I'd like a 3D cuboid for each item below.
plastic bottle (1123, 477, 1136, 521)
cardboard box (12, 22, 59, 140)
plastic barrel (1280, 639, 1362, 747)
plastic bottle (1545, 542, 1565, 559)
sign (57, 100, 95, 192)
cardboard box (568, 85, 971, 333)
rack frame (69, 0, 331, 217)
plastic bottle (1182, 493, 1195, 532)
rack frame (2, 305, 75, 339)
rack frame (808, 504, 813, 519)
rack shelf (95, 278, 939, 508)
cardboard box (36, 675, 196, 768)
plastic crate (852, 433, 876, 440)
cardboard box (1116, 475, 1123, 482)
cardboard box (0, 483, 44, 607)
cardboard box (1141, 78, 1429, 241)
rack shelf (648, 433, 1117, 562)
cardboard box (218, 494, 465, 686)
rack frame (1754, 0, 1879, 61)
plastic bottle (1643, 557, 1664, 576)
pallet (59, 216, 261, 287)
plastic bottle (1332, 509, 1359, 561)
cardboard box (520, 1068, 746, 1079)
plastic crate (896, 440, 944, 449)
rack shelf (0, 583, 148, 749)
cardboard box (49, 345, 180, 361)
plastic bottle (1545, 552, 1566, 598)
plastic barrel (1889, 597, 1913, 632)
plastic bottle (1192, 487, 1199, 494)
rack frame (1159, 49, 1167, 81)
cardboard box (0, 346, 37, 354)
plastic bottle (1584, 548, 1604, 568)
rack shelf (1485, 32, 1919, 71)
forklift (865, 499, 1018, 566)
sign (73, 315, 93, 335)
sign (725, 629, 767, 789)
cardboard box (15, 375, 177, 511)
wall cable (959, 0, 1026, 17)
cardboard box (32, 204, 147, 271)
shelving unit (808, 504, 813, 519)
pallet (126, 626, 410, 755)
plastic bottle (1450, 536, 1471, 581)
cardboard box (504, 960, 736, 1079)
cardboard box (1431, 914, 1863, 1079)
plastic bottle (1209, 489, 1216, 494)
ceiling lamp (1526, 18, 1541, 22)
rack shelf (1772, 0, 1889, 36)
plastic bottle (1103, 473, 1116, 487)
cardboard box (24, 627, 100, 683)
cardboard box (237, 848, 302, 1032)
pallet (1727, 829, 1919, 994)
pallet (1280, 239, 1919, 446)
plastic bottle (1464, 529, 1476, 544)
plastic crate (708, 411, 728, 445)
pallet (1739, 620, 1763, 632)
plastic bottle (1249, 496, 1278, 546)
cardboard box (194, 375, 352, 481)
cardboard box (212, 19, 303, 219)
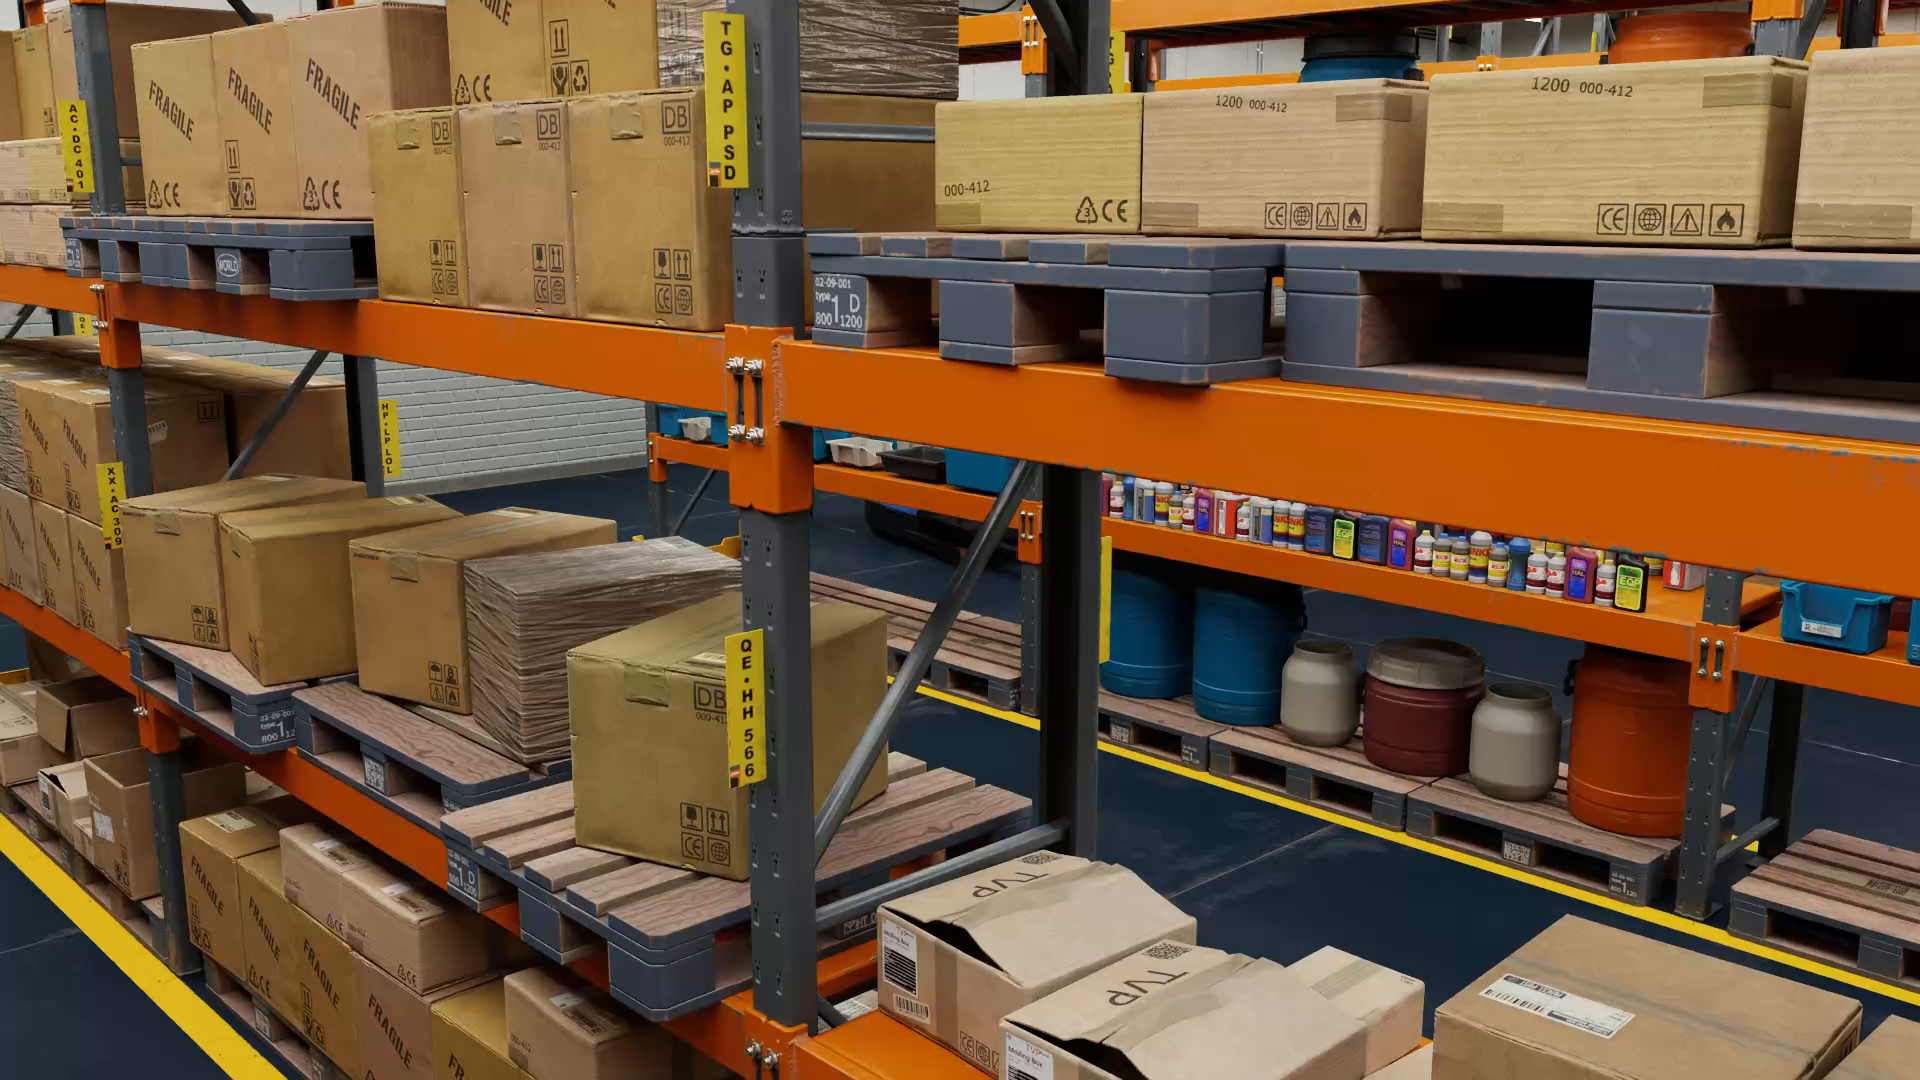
[{"bbox_3d":[0.965,-0.248,9.341,0.097,0.271,0.097,0,12,0],"label":"plastic bottle"},{"bbox_3d":[-3.773,-2.021,7.467,0.700,0.500,0.500,-11,16,-43],"label":"cardboard box"},{"bbox_3d":[1.946,0.820,8.959,0.421,0.512,0.421,0,12,0],"label":"plastic barrel"},{"bbox_3d":[2.994,-0.007,8.344,0.097,0.201,0.097,0,12,0],"label":"plastic bottle"},{"bbox_3d":[-3.204,-1.428,6.034,0.100,0.325,0.005,-11,16,-43],"label":"sign"},{"bbox_3d":[-0.380,-0.776,3.902,0.910,0.500,0.500,-11,16,-43],"label":"cardboard box"},{"bbox_3d":[-2.817,-2.721,6.156,1.000,3.000,0.127,-11,16,-43],"label":"rack frame"},{"bbox_3d":[1.260,-0.152,9.046,0.097,0.201,0.097,0,12,0],"label":"plastic bottle"},{"bbox_3d":[-5.579,-0.366,9.595,1.000,3.000,0.127,-11,16,-43],"label":"rack frame"},{"bbox_3d":[-1.485,-0.914,15.968,0.023,1.500,0.400,2,12,9],"label":"rack frame"},{"bbox_3d":[-1.436,-0.608,5.115,1.077,0.370,4.000,-11,16,-43],"label":"rack shelf"},{"bbox_3d":[-4.118,0.951,8.296,0.797,0.503,0.637,-11,16,-43],"label":"cardboard box"},{"bbox_3d":[-0.682,-0.740,11.915,0.298,0.136,0.250,-11,16,-43],"label":"plastic crate"},{"bbox_3d":[2.088,-0.829,16.066,0.875,0.875,0.875,-11,16,-43],"label":"cardboard box"},{"bbox_3d":[-4.061,-0.019,7.659,0.500,0.500,0.500,-10,16,-41],"label":"cardboard box"},{"bbox_3d":[0.675,-0.668,2.956,0.500,0.250,0.500,-10,16,-41],"label":"cardboard box"},{"bbox_3d":[-0.613,-0.412,11.599,1.077,0.370,4.000,-11,16,-43],"label":"rack shelf"},{"bbox_3d":[-2.131,0.154,5.778,0.700,0.500,0.500,-8,14,-34],"label":"cardboard box"},{"bbox_3d":[3.531,-2.827,6.670,1.000,3.000,0.127,-11,16,-43],"label":"rack frame"},{"bbox_3d":[3.338,0.066,7.991,0.097,0.201,0.097,0,12,0],"label":"plastic bottle"},{"bbox_3d":[-2.417,-1.055,5.968,1.213,0.211,1.003,-11,16,-43],"label":"pallet"},{"bbox_3d":[1.934,-0.044,8.321,0.061,0.283,0.133,-11,16,-43],"label":"plastic bottle"},{"bbox_3d":[-0.870,1.706,4.640,0.500,0.500,0.500,-10,15,-40],"label":"cardboard box"},{"bbox_3d":[-0.153,-0.692,11.321,0.437,0.282,0.530,-11,16,-43],"label":"plastic crate"},{"bbox_3d":[-4.198,0.278,8.251,1.077,0.370,4.000,-11,16,-43],"label":"rack shelf"},{"bbox_3d":[-4.362,-0.730,8.633,0.500,0.500,0.500,-10,16,-41],"label":"cardboard box"},{"bbox_3d":[2.717,0.156,7.551,0.097,0.201,0.097,0,12,0],"label":"plastic bottle"},{"bbox_3d":[4.070,0.070,7.138,0.600,0.536,0.708,-11,16,-43],"label":"plastic barrel"},{"bbox_3d":[1.422,-0.322,9.870,0.097,0.201,0.097,0,12,0],"label":"plastic bottle"},{"bbox_3d":[1.588,-4.685,15.688,1.000,3.000,0.127,-11,16,-43],"label":"rack frame"},{"bbox_3d":[-5.097,-0.728,8.626,0.500,0.500,0.500,-11,16,-42],"label":"cardboard box"},{"bbox_3d":[3.069,0.053,8.051,0.097,0.201,0.097,0,12,0],"label":"plastic bottle"},{"bbox_3d":[5.732,-3.261,11.550,1.077,0.370,4.000,-11,16,-43],"label":"rack shelf"},{"bbox_3d":[0.289,-1.316,14.373,1.130,2.935,3.031,-7,13,-30],"label":"forklift"},{"bbox_3d":[-5.164,-1.163,9.808,0.100,0.325,0.005,-11,16,-43],"label":"sign"},{"bbox_3d":[-0.440,0.350,3.446,0.100,0.325,0.005,-11,16,-43],"label":"sign"},{"bbox_3d":[-3.709,-0.433,7.195,0.500,0.500,0.500,-11,16,-44],"label":"cardboard box"},{"bbox_3d":[0.176,-7.566,21.700,2.277,5.999,0.120,-11,16,-43],"label":"wall cable"},{"bbox_3d":[-3.345,-1.212,6.639,0.500,0.250,0.500,-11,16,-43],"label":"cardboard box"},{"bbox_3d":[-1.123,-0.902,15.912,0.755,1.500,0.431,2,12,9],"label":"shelving unit"},{"bbox_3d":[-2.344,0.443,6.141,1.003,0.211,1.213,-11,16,-43],"label":"pallet"},{"bbox_3d":[2.381,0.085,7.896,0.097,0.201,0.097,0,12,0],"label":"plastic bottle"},{"bbox_3d":[-0.912,1.331,4.601,0.500,0.250,0.500,-10,15,-40],"label":"cardboard box"},{"bbox_3d":[1.116,0.995,2.740,0.500,0.500,0.500,11,16,42],"label":"cardboard box"},{"bbox_3d":[1.535,-0.340,9.587,0.144,0.351,0.185,-11,16,-43],"label":"plastic bottle"},{"bbox_3d":[8.808,-9.684,25.485,2.000,3.185,0.800,-11,16,-43],"label":"ceiling lamp"},{"bbox_3d":[4.912,-1.987,5.367,1.077,0.370,4.000,-11,16,-43],"label":"rack shelf"},{"bbox_3d":[0.805,-0.346,9.617,0.144,0.351,0.185,-11,16,-43],"label":"plastic bottle"},{"bbox_3d":[-5.025,0.687,9.584,0.500,0.500,0.500,-11,16,-43],"label":"cardboard box"},{"bbox_3d":[-2.283,1.407,6.092,0.500,0.500,0.500,-11,16,-42],"label":"cardboard box"},{"bbox_3d":[4.038,1.596,6.982,1.003,0.211,1.213,-11,16,-43],"label":"pallet"},{"bbox_3d":[1.253,-0.326,2.434,1.003,0.211,1.213,-10,15,-40],"label":"pallet"},{"bbox_3d":[2.701,-0.115,8.662,0.061,0.283,0.133,-11,16,-43],"label":"plastic bottle"},{"bbox_3d":[-1.607,-0.826,12.090,0.416,0.233,0.300,-11,16,-43],"label":"plastic crate"},{"bbox_3d":[5.785,0.483,12.381,1.003,0.211,1.213,-11,16,-43],"label":"pallet"},{"bbox_3d":[1.612,-0.122,8.716,0.152,0.276,0.135,-11,16,-43],"label":"plastic bottle"},{"bbox_3d":[-2.939,-0.429,7.175,0.500,0.500,0.500,-10,16,-41],"label":"cardboard box"},{"bbox_3d":[-2.044,-1.377,5.532,0.600,0.600,0.600,-11,16,-43],"label":"cardboard box"}]
